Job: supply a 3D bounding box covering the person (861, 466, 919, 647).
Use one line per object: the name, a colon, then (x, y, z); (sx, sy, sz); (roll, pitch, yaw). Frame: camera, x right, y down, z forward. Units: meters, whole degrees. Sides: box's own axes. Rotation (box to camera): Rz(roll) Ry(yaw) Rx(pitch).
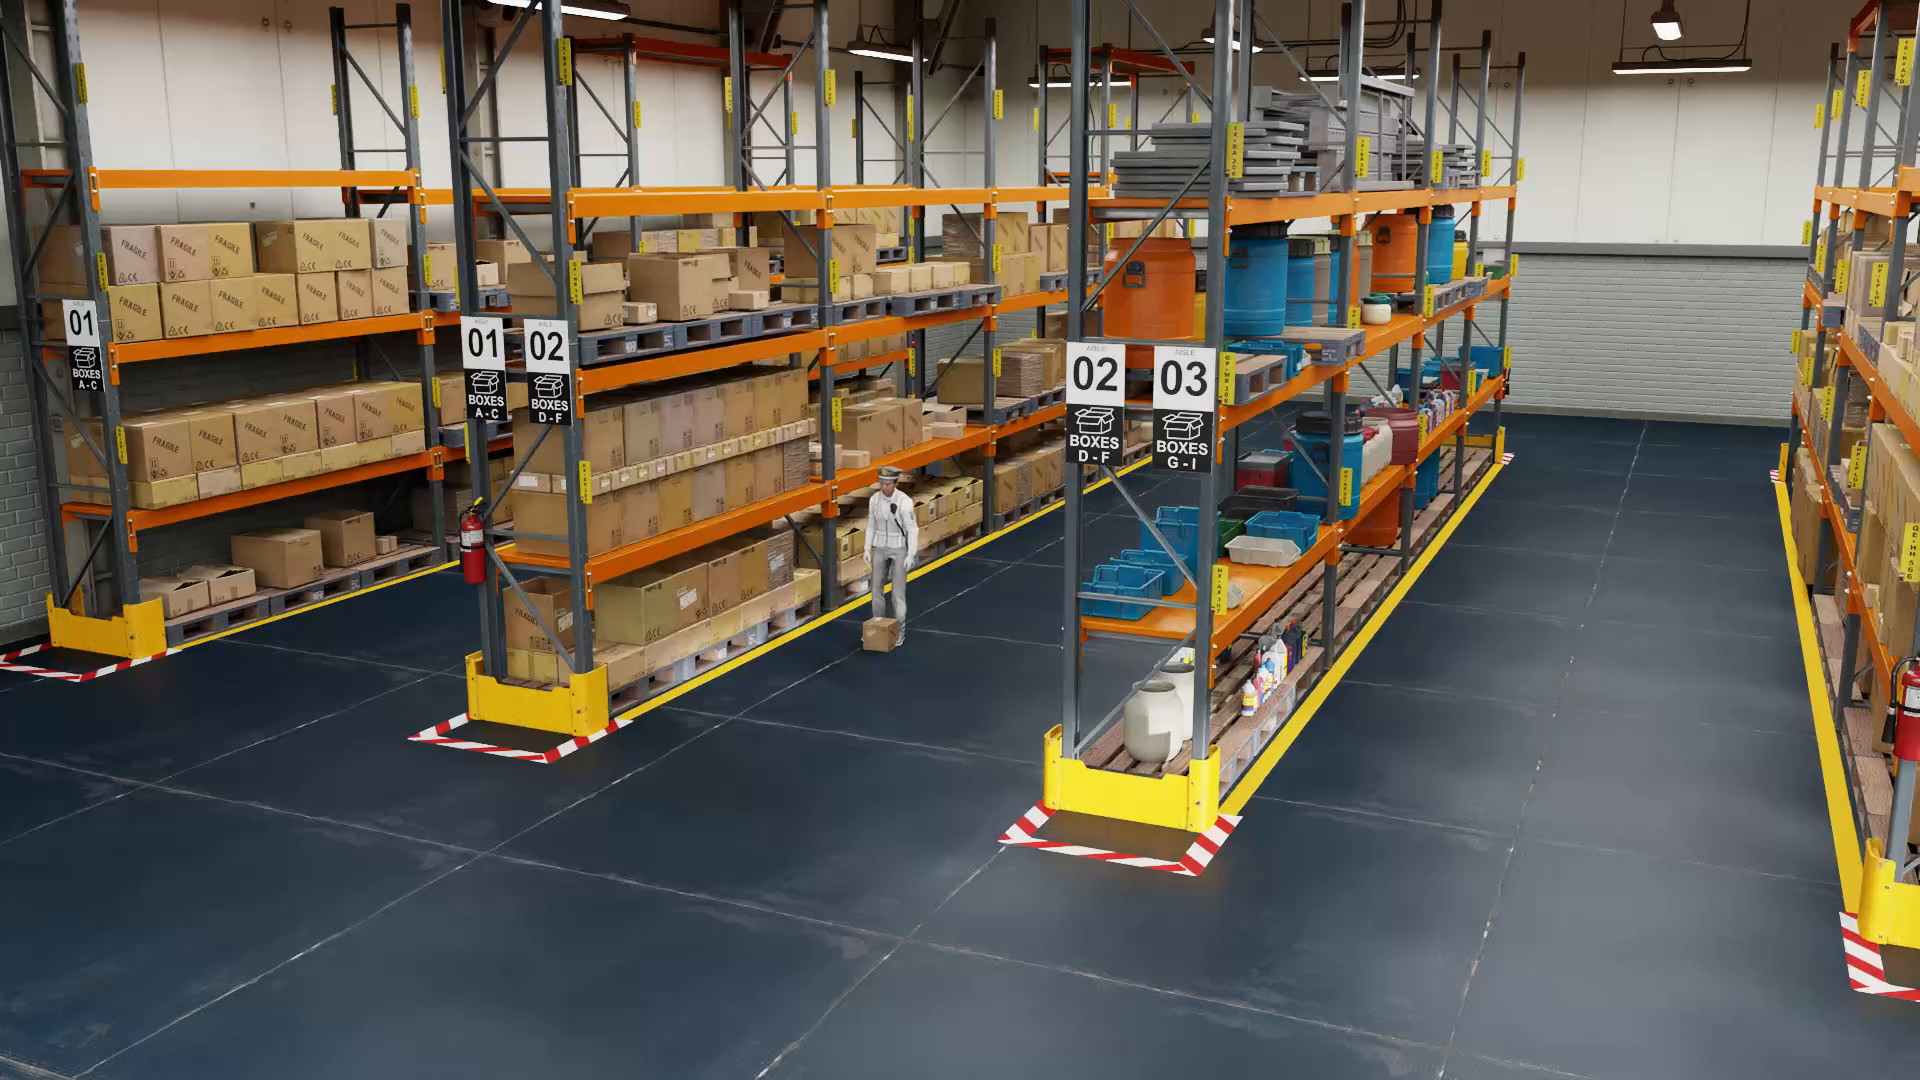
person: (-0.648, 0.132, 15.354); (0.530, 1.663, 0.404); (6, 13, 24)
